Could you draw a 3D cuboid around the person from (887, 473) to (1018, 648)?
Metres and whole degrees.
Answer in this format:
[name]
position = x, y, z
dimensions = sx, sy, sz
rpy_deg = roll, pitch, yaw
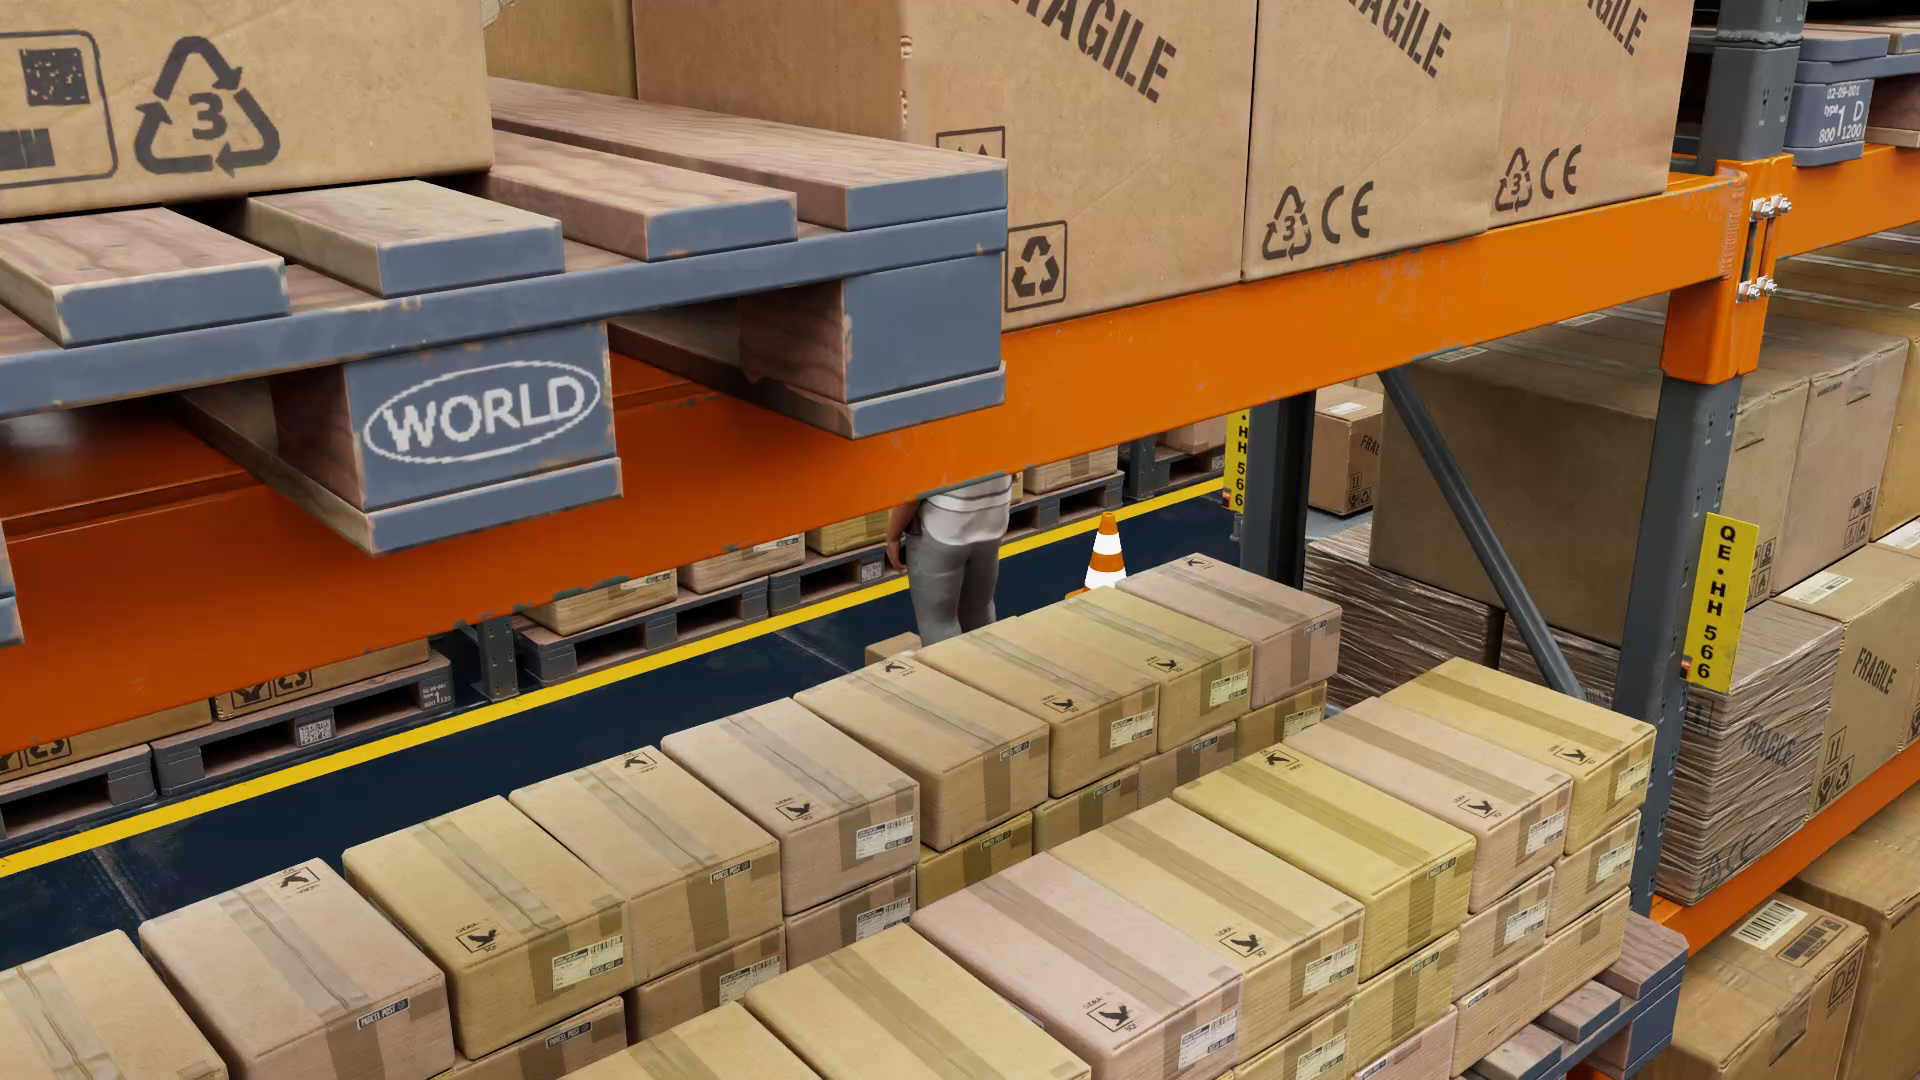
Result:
[person]
position = -0.070, -0.094, 6.749
dimensions = 0.635, 1.782, 0.575
rpy_deg = -17, 27, -37
